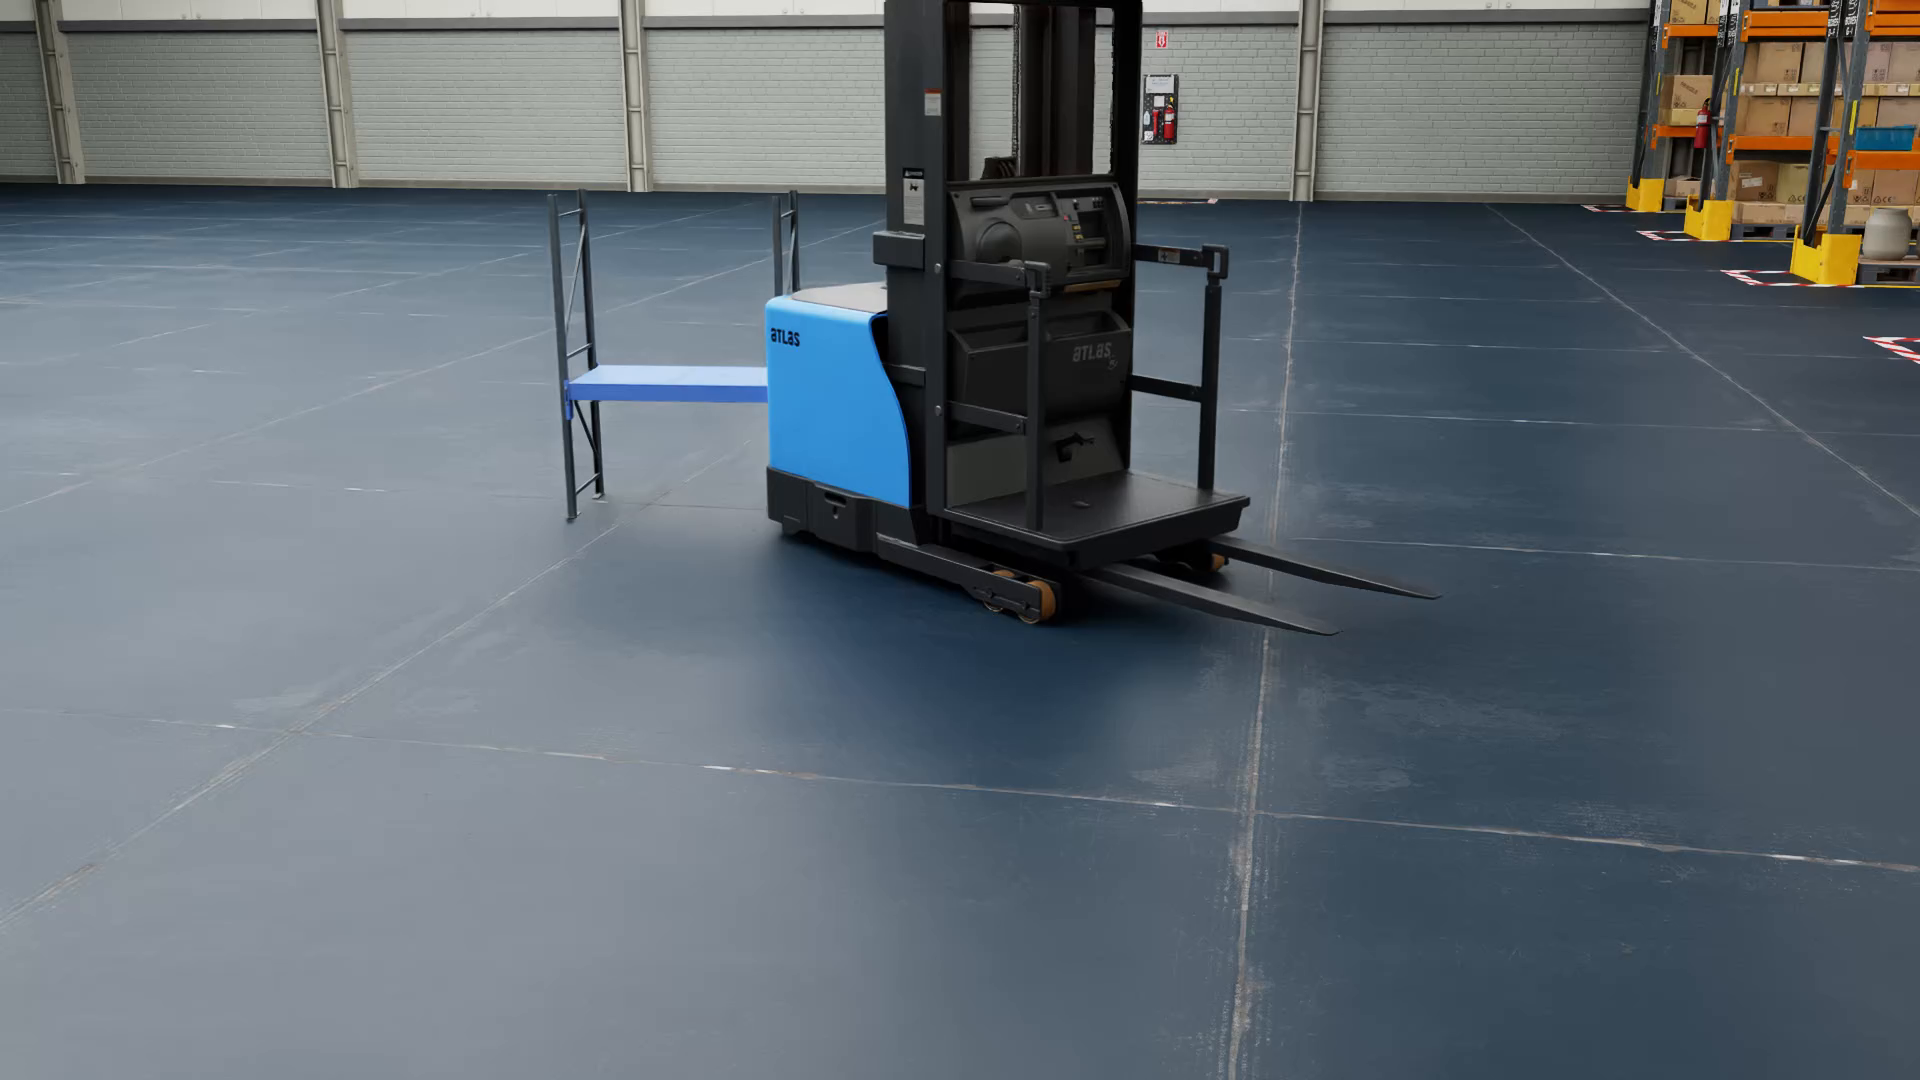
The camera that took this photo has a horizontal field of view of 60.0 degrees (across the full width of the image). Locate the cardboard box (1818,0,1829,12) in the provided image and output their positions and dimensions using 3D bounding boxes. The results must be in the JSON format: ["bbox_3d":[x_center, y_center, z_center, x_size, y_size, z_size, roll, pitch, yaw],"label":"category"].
[{"bbox_3d":[13.201,-8.058,25.119,0.500,0.500,0.500,2,16,9],"label":"cardboard box"}]

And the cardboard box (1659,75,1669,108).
[{"bbox_3d":[11.373,-7.085,26.287,0.500,0.500,0.500,3,16,10],"label":"cardboard box"}]

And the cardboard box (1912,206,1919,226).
[{"bbox_3d":[12.326,-4.143,21.194,0.500,0.250,0.500,3,16,11],"label":"cardboard box"}]

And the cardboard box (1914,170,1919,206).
[{"bbox_3d":[12.329,-4.508,21.106,0.500,0.500,0.500,3,16,11],"label":"cardboard box"}]

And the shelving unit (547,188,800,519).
[{"bbox_3d":[-1.309,-0.878,7.851,1.048,1.500,0.538,1,16,4],"label":"shelving unit"}]

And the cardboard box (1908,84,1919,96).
[{"bbox_3d":[11.991,-5.647,20.856,0.250,0.149,0.380,4,16,13],"label":"cardboard box"}]

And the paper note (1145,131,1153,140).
[{"bbox_3d":[3.274,-7.008,28.822,0.142,0.148,0.016,3,16,11],"label":"paper note"}]

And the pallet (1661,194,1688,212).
[{"bbox_3d":[11.732,-5.355,26.428,1.213,0.211,1.003,3,16,11],"label":"pallet"}]

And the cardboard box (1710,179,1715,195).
[{"bbox_3d":[12.088,-5.581,26.233,0.500,0.311,0.500,4,16,16],"label":"cardboard box"}]

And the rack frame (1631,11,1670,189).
[{"bbox_3d":[10.869,-6.755,26.260,0.127,3.000,1.000,3,16,11],"label":"rack frame"}]

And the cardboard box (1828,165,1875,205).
[{"bbox_3d":[11.349,-4.562,21.301,0.500,0.500,0.500,3,16,11],"label":"cardboard box"}]

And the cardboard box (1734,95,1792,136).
[{"bbox_3d":[10.340,-5.479,21.466,0.500,0.500,0.700,3,16,11],"label":"cardboard box"}]

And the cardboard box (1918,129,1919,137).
[{"bbox_3d":[12.360,-5.371,21.074,0.500,0.500,0.700,3,16,12],"label":"cardboard box"}]

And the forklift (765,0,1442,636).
[{"bbox_3d":[0.474,-1.244,6.494,1.130,2.935,3.031,-13,20,-40],"label":"forklift"}]

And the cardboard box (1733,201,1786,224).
[{"bbox_3d":[10.367,-4.250,21.579,0.500,0.250,0.500,3,16,11],"label":"cardboard box"}]

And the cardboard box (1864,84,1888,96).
[{"bbox_3d":[11.489,-5.675,20.957,0.250,0.149,0.380,3,16,10],"label":"cardboard box"}]

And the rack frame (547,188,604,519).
[{"bbox_3d":[-1.816,-0.888,7.888,0.032,1.500,0.500,1,16,4],"label":"rack frame"}]

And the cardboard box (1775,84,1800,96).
[{"bbox_3d":[10.486,-5.729,21.154,0.250,0.149,0.380,3,16,10],"label":"cardboard box"}]

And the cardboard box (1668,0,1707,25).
[{"bbox_3d":[11.147,-8.175,25.543,0.500,0.500,0.500,4,16,13],"label":"cardboard box"}]

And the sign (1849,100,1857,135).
[{"bbox_3d":[8.781,-4.153,16.348,0.005,0.325,0.100,3,16,11],"label":"sign"}]

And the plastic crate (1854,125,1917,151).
[{"bbox_3d":[9.445,-4.144,17.110,0.616,0.251,0.499,3,16,11],"label":"plastic crate"}]

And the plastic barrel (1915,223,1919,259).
[{"bbox_3d":[10.046,-3.125,17.029,0.421,0.512,0.421,0,15,0],"label":"plastic barrel"}]

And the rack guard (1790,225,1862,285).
[{"bbox_3d":[8.978,-2.967,17.267,0.348,0.500,1.175,3,16,11],"label":"rack guard"}]

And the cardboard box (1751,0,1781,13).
[{"bbox_3d":[12.176,-8.111,25.310,0.500,0.500,0.500,4,16,14],"label":"cardboard box"}]

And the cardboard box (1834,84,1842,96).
[{"bbox_3d":[10.977,-5.702,21.054,0.250,0.149,0.380,3,16,10],"label":"cardboard box"}]

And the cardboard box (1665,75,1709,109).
[{"bbox_3d":[11.277,-6.950,25.802,0.500,0.500,0.500,3,16,11],"label":"cardboard box"}]

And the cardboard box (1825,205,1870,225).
[{"bbox_3d":[11.347,-4.197,21.390,0.500,0.250,0.500,3,16,11],"label":"cardboard box"}]

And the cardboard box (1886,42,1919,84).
[{"bbox_3d":[11.894,-6.022,20.995,0.500,0.500,0.700,3,16,11],"label":"cardboard box"}]

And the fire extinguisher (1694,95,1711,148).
[{"bbox_3d":[9.862,-5.550,22.053,0.183,0.674,0.296,3,16,11],"label":"fire extinguisher"}]

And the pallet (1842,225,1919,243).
[{"bbox_3d":[11.835,-4.020,21.610,1.213,0.211,1.003,3,16,11],"label":"pallet"}]

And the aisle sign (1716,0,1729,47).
[{"bbox_3d":[9.880,-6.792,21.524,0.004,0.787,0.394,3,16,11],"label":"aisle sign"}]

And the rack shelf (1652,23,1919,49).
[{"bbox_3d":[12.829,-7.748,25.571,4.000,0.370,1.077,3,16,11],"label":"rack shelf"}]

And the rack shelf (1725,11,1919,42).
[{"bbox_3d":[11.845,-6.452,20.893,4.000,0.370,1.077,3,16,11],"label":"rack shelf"}]

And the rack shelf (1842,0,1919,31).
[{"bbox_3d":[10.855,-5.156,16.215,4.000,0.370,1.077,3,16,11],"label":"rack shelf"}]

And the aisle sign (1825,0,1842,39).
[{"bbox_3d":[8.883,-5.498,16.851,0.004,0.787,0.394,3,16,11],"label":"aisle sign"}]

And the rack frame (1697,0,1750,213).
[{"bbox_3d":[9.885,-5.459,21.581,0.127,3.000,1.000,3,16,11],"label":"rack frame"}]

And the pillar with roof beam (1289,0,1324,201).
[{"bbox_3d":[4.990,-9.028,23.228,0.400,9.000,9.100,3,16,11],"label":"pillar with roof beam"}]

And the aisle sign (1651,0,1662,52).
[{"bbox_3d":[10.739,-7.933,25.643,0.004,0.787,0.394,3,16,11],"label":"aisle sign"}]

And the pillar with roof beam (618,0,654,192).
[{"bbox_3d":[-6.770,-9.667,25.533,0.400,9.000,9.100,3,16,11],"label":"pillar with roof beam"}]

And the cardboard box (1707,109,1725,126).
[{"bbox_3d":[11.795,-6.560,25.797,0.500,0.250,0.500,3,16,9],"label":"cardboard box"}]

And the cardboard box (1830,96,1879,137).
[{"bbox_3d":[11.341,-5.425,21.269,0.500,0.500,0.700,3,16,11],"label":"cardboard box"}]

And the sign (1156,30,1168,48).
[{"bbox_3d":[3.445,-8.549,28.391,0.199,0.298,0.001,3,16,11],"label":"sign"}]

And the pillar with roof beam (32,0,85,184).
[{"bbox_3d":[-18.529,-10.305,27.837,0.400,9.000,9.100,3,16,11],"label":"pillar with roof beam"}]

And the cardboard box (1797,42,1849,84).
[{"bbox_3d":[10.909,-6.075,21.187,0.500,0.500,0.700,3,16,10],"label":"cardboard box"}]
